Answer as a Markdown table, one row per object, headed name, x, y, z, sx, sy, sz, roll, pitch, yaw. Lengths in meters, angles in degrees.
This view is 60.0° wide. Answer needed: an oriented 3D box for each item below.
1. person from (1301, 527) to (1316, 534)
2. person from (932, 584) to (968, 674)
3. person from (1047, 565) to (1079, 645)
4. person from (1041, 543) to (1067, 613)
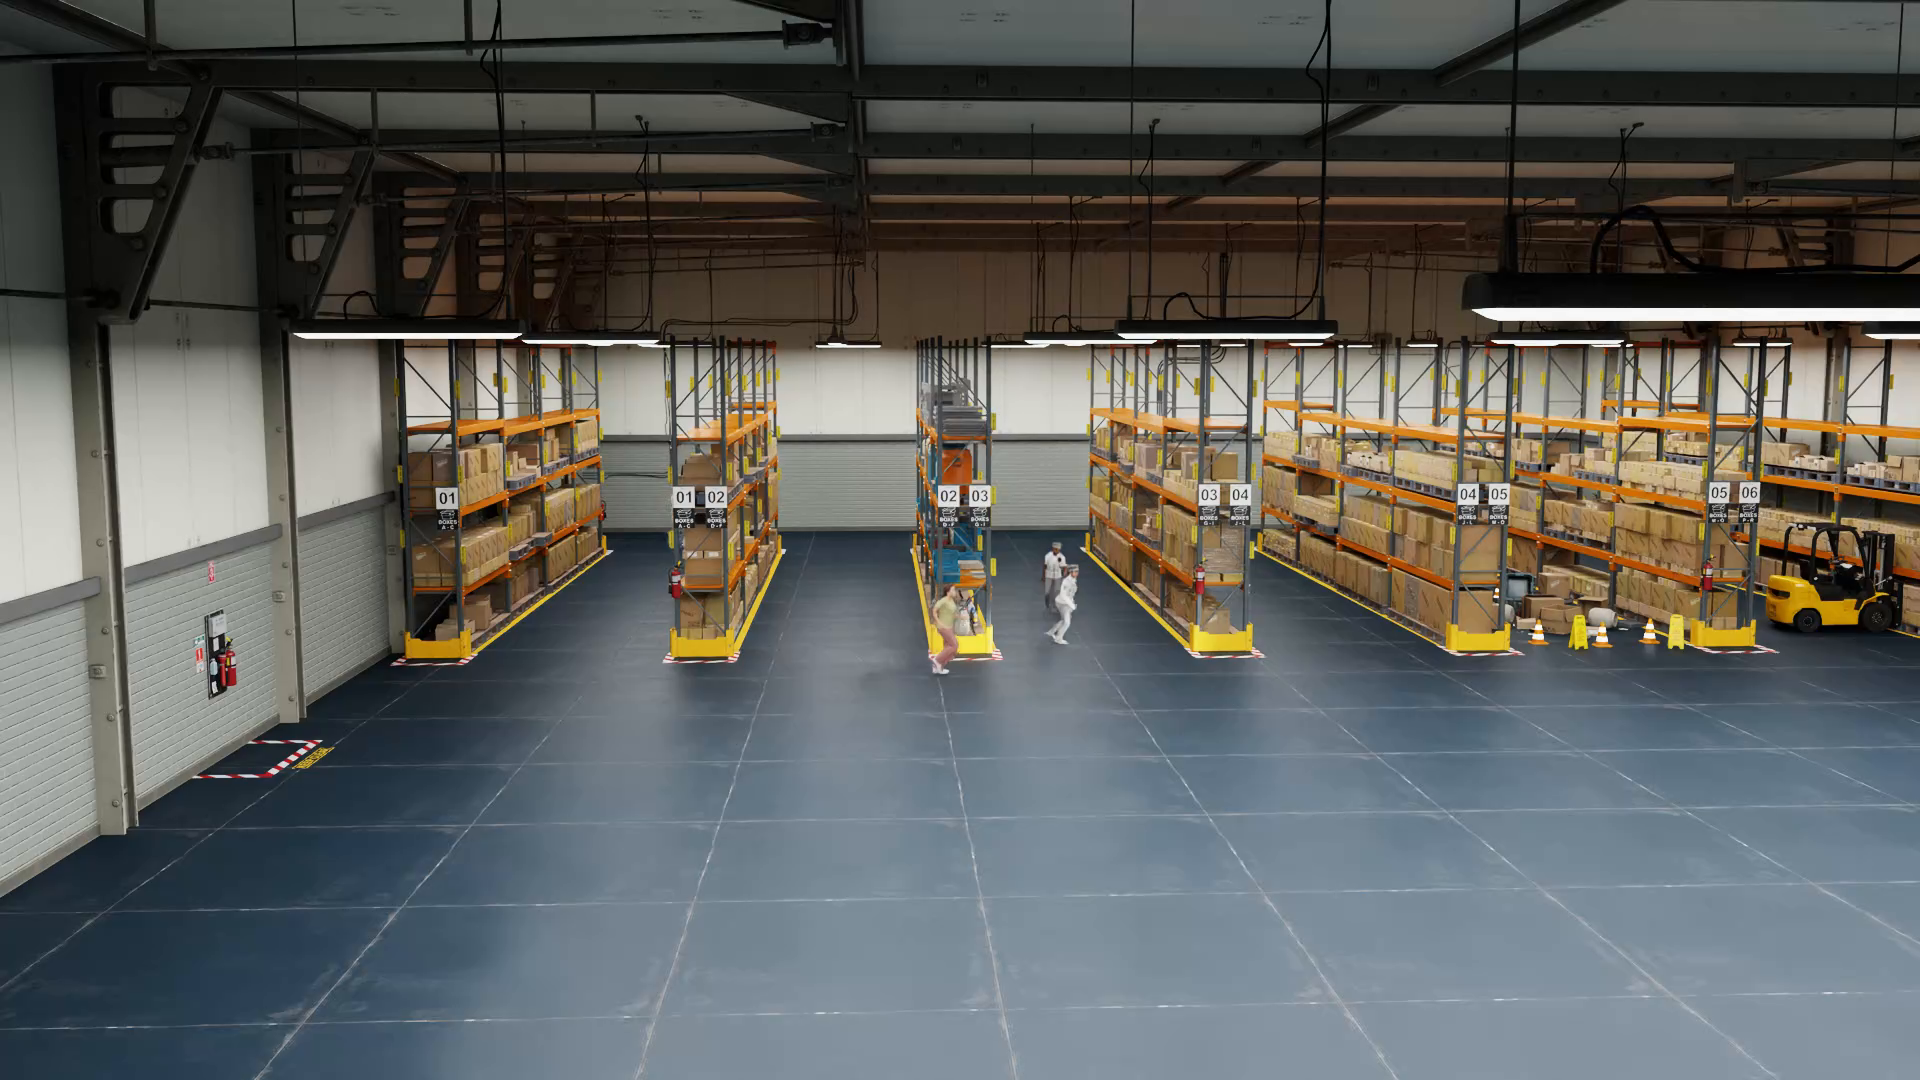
| name | x | y | z | sx | sy | sz | roll | pitch | yaw |
| --- | --- | --- | --- | --- | --- | --- | --- | --- | --- |
| person | 10.691 | -0.884 | 50.983 | 0.739 | 1.651 | 0.531 | -5 | 8 | -35 |
| person | -0.197 | 1.576 | 29.436 | 0.614 | 1.615 | 0.582 | 2 | 7 | 19 |
| person | 1.991 | 1.256 | 32.477 | 0.735 | 1.608 | 0.574 | 3 | 7 | 25 |
| person | 2.052 | 0.828 | 36.097 | 0.551 | 1.573 | 0.675 | 0 | 6 | 1 |
